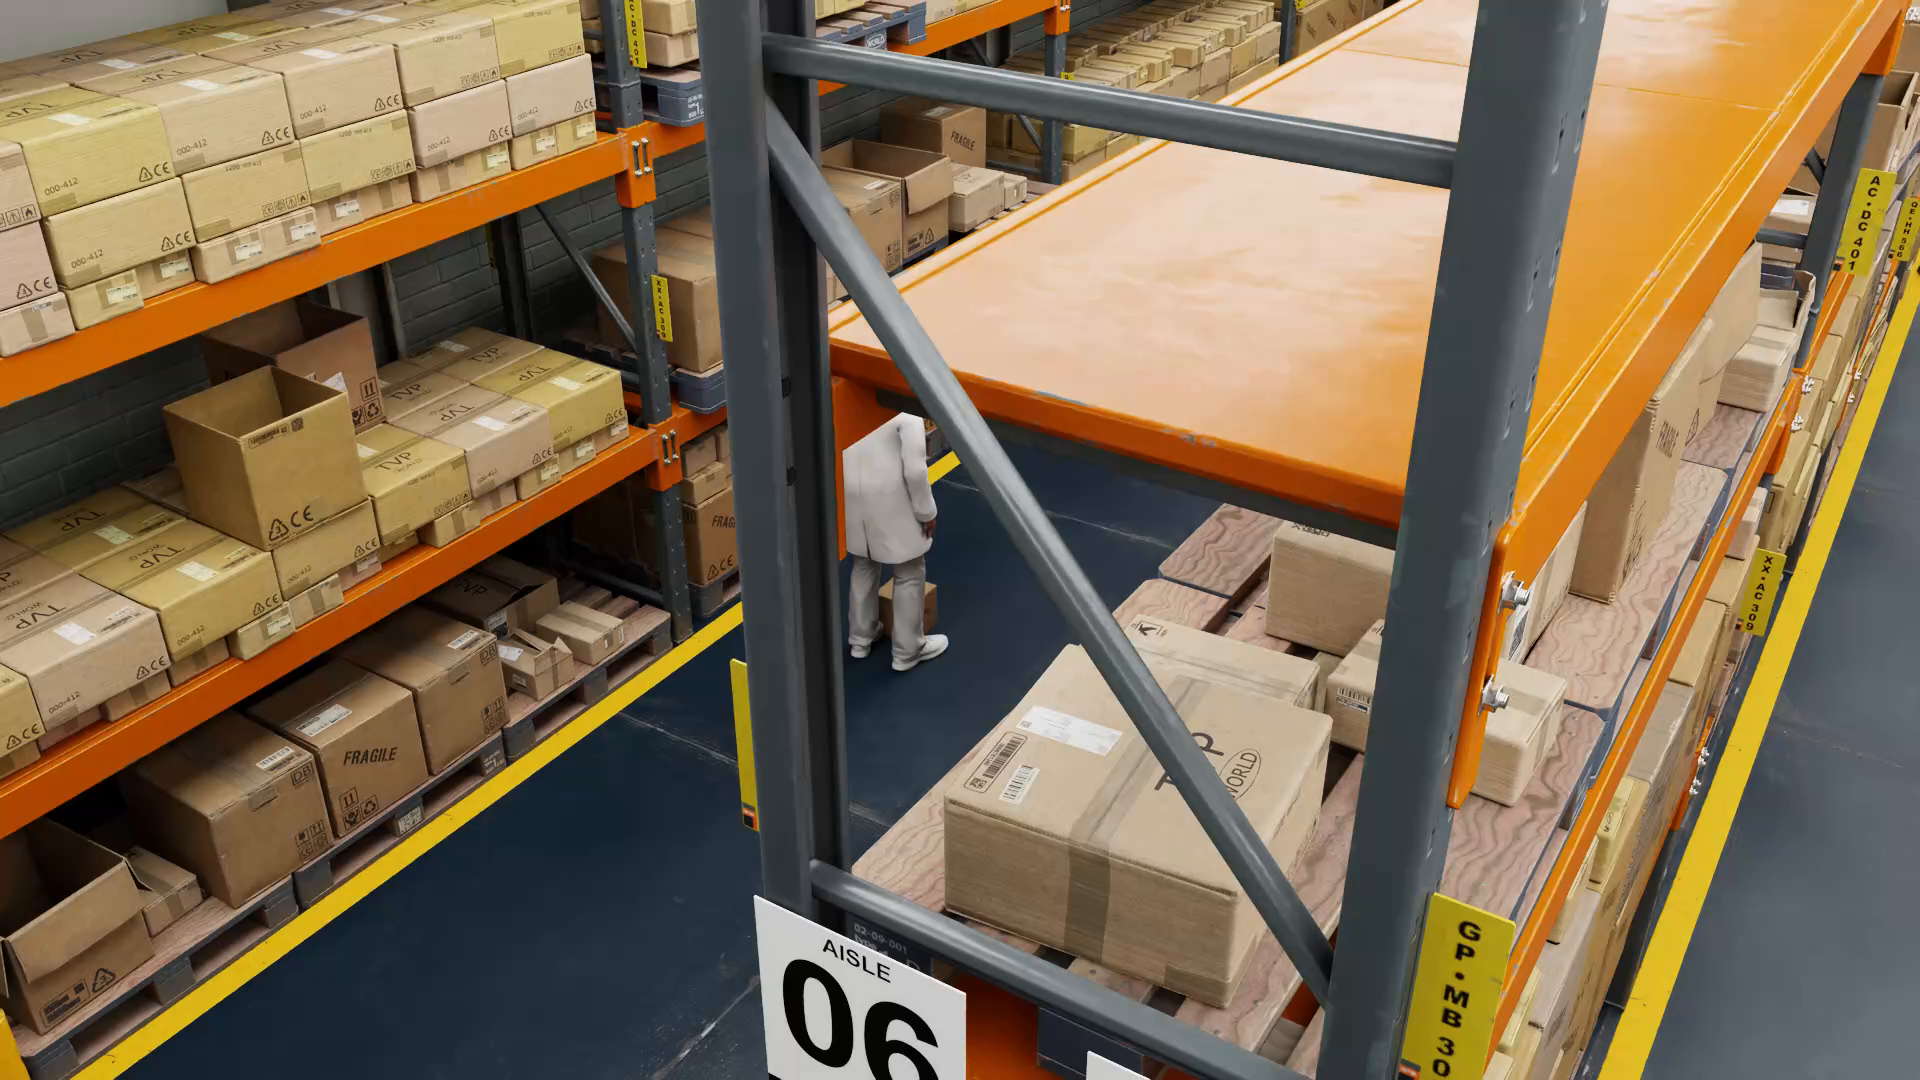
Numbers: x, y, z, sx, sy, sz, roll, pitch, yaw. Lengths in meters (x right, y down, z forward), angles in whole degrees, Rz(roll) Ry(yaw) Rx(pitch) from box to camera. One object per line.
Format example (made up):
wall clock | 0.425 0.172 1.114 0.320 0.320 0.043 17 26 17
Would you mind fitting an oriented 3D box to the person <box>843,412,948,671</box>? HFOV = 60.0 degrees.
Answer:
person | -0.404 -0.123 8.542 0.642 1.652 0.432 15 33 24
